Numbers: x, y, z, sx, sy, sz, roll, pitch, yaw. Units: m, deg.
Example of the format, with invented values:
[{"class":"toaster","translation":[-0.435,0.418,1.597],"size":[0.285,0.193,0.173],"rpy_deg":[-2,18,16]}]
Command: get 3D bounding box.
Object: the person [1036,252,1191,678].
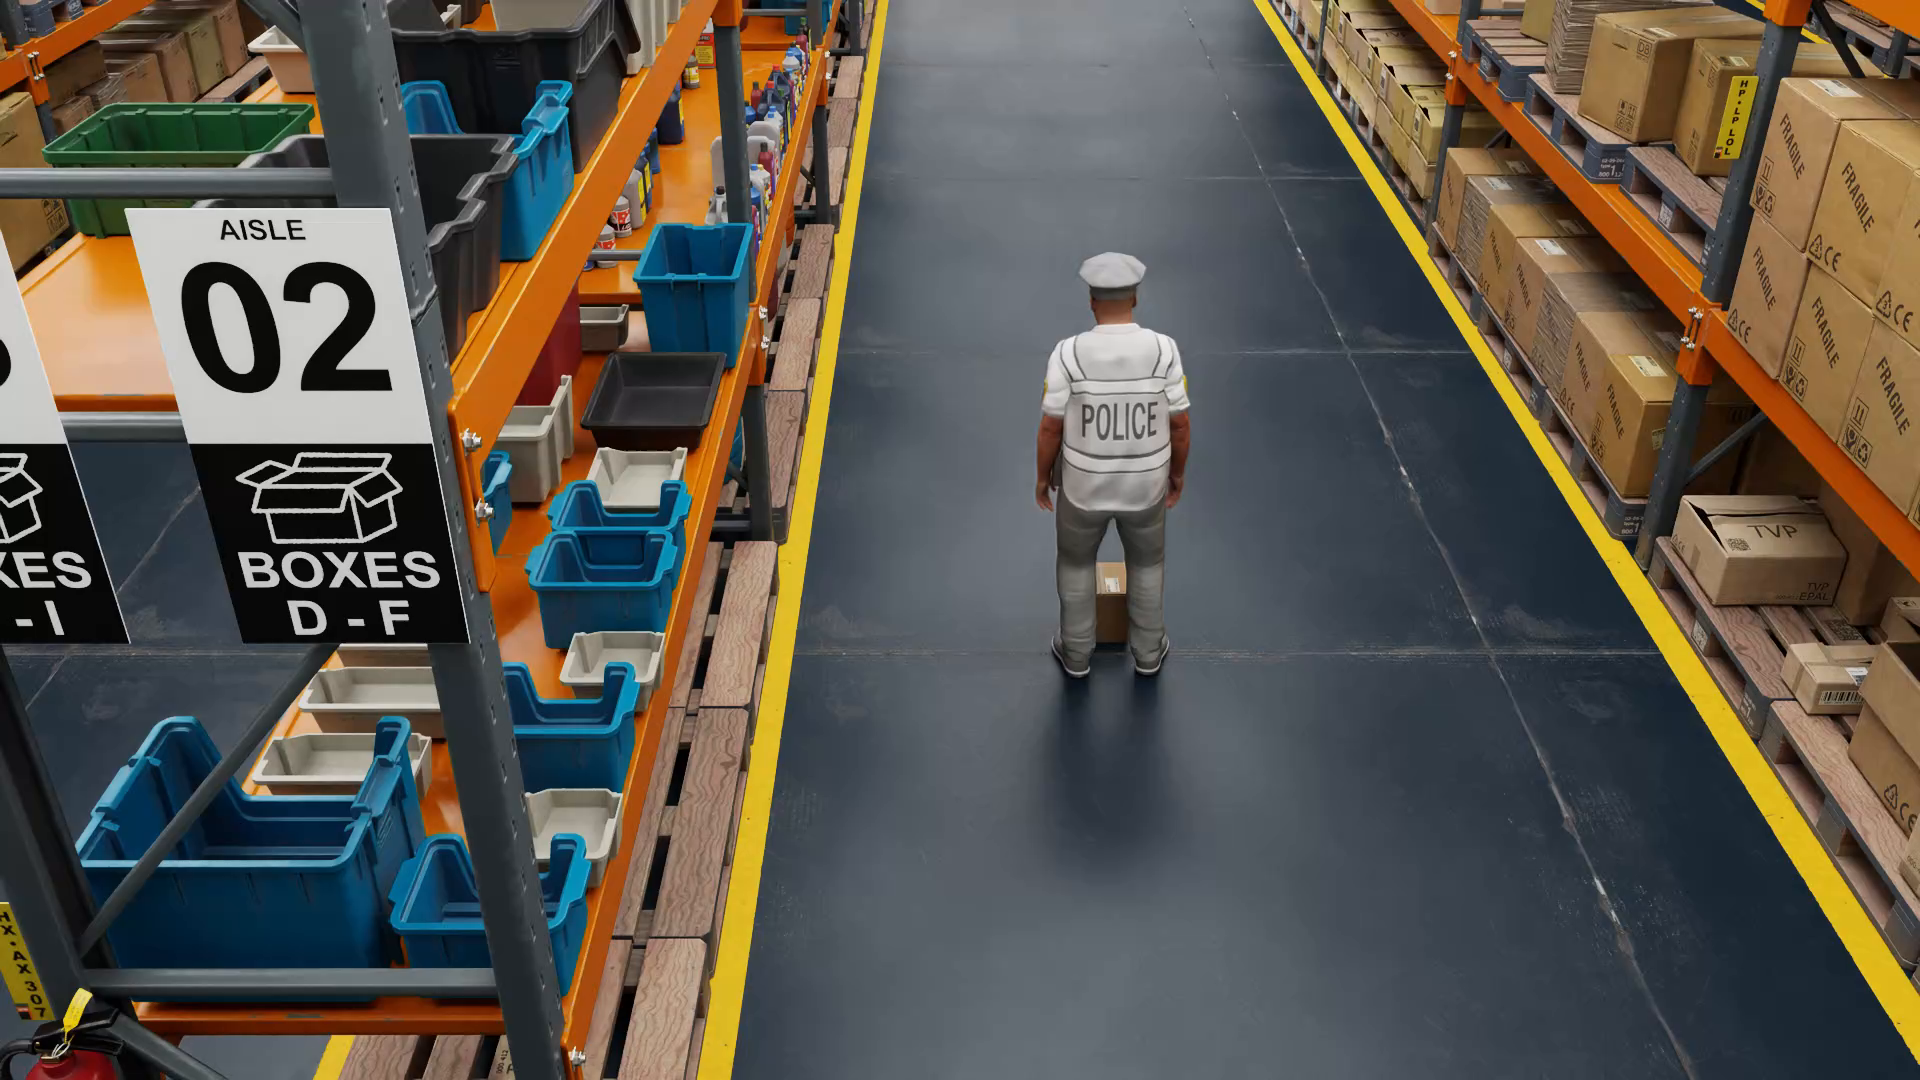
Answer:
[{"class":"person","translation":[0.594,-0.232,6.507],"size":[0.594,1.748,0.433],"rpy_deg":[-1,31,-1]}]
